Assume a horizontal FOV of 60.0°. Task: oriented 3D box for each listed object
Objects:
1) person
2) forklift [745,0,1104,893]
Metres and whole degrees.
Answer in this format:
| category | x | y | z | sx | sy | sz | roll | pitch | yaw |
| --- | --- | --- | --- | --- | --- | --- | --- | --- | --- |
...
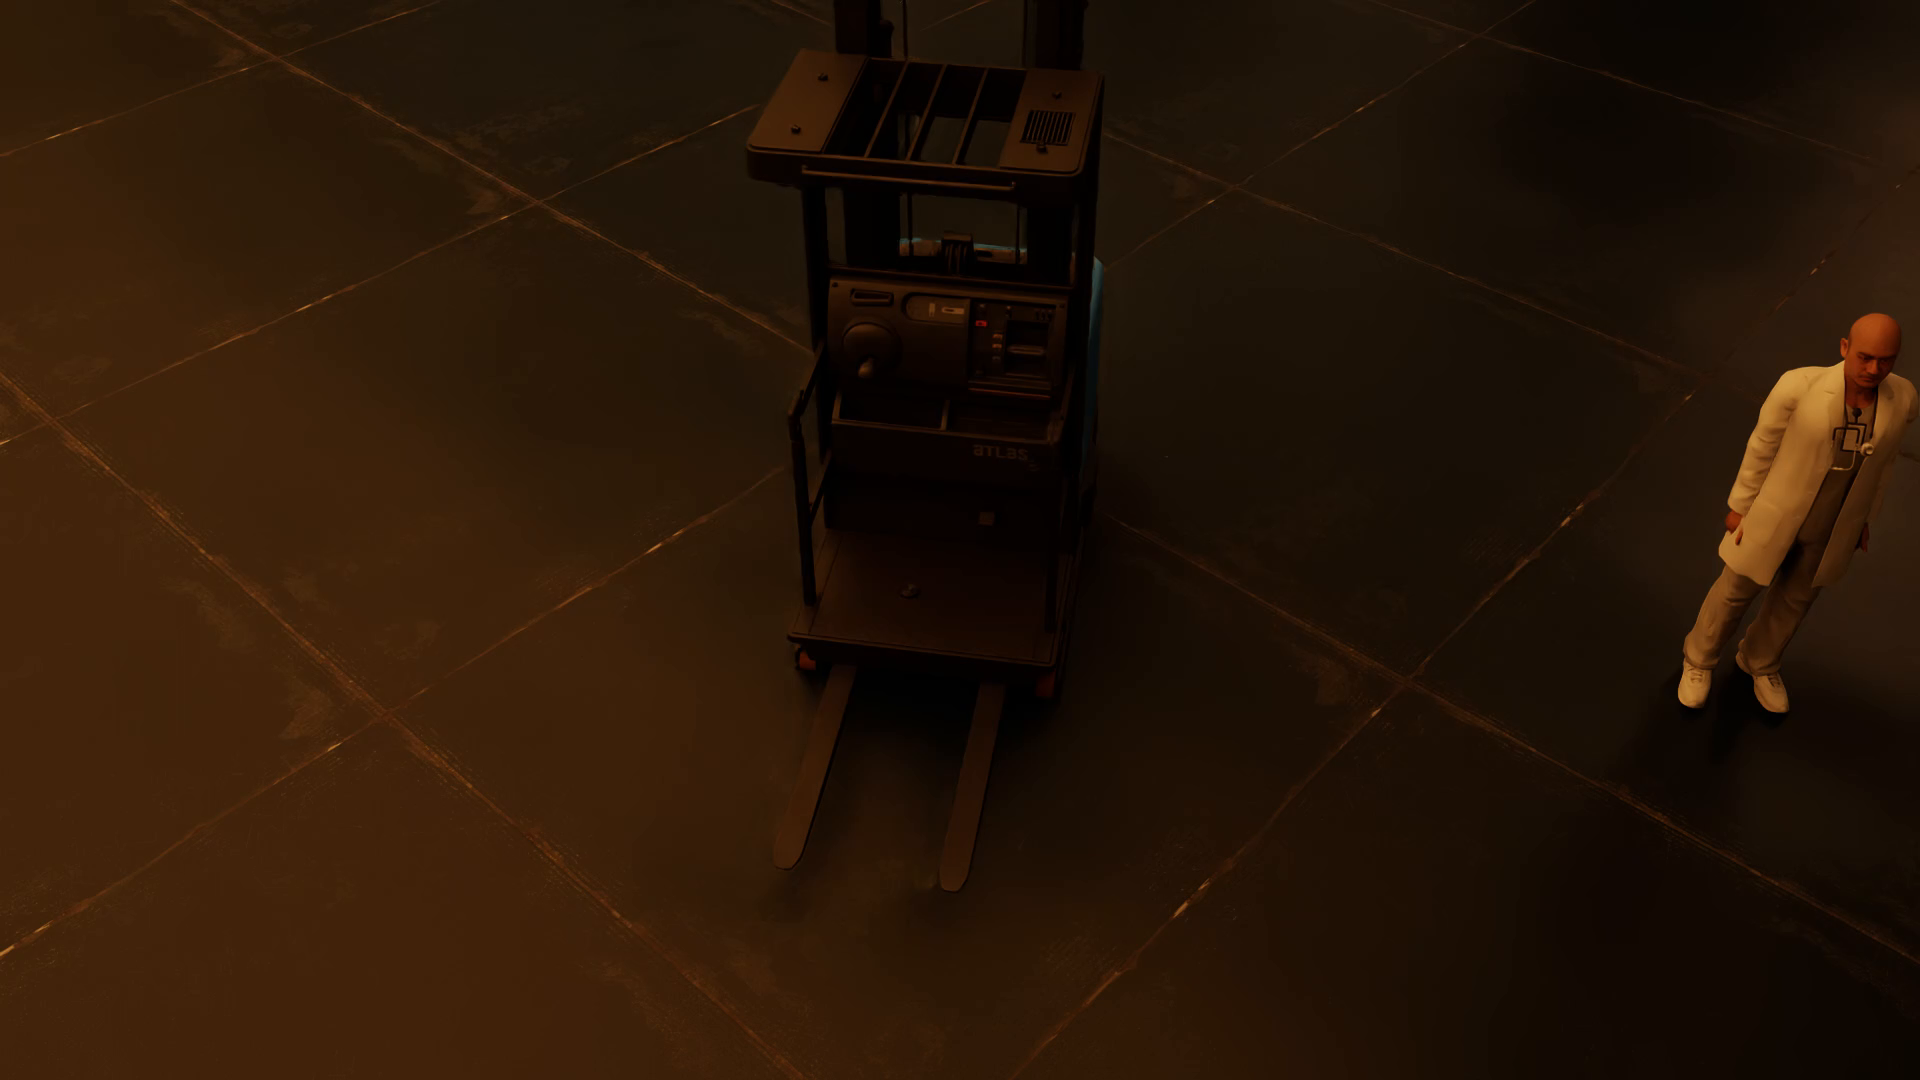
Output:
| category | x | y | z | sx | sy | sz | roll | pitch | yaw |
| --- | --- | --- | --- | --- | --- | --- | --- | --- | --- |
| person | 3.244 | -0.069 | 6.391 | 0.552 | 1.783 | 0.382 | 4 | 41 | 5 |
| forklift | -0.085 | -0.704 | 6.249 | 1.130 | 2.935 | 3.031 | 6 | 41 | 7 |
